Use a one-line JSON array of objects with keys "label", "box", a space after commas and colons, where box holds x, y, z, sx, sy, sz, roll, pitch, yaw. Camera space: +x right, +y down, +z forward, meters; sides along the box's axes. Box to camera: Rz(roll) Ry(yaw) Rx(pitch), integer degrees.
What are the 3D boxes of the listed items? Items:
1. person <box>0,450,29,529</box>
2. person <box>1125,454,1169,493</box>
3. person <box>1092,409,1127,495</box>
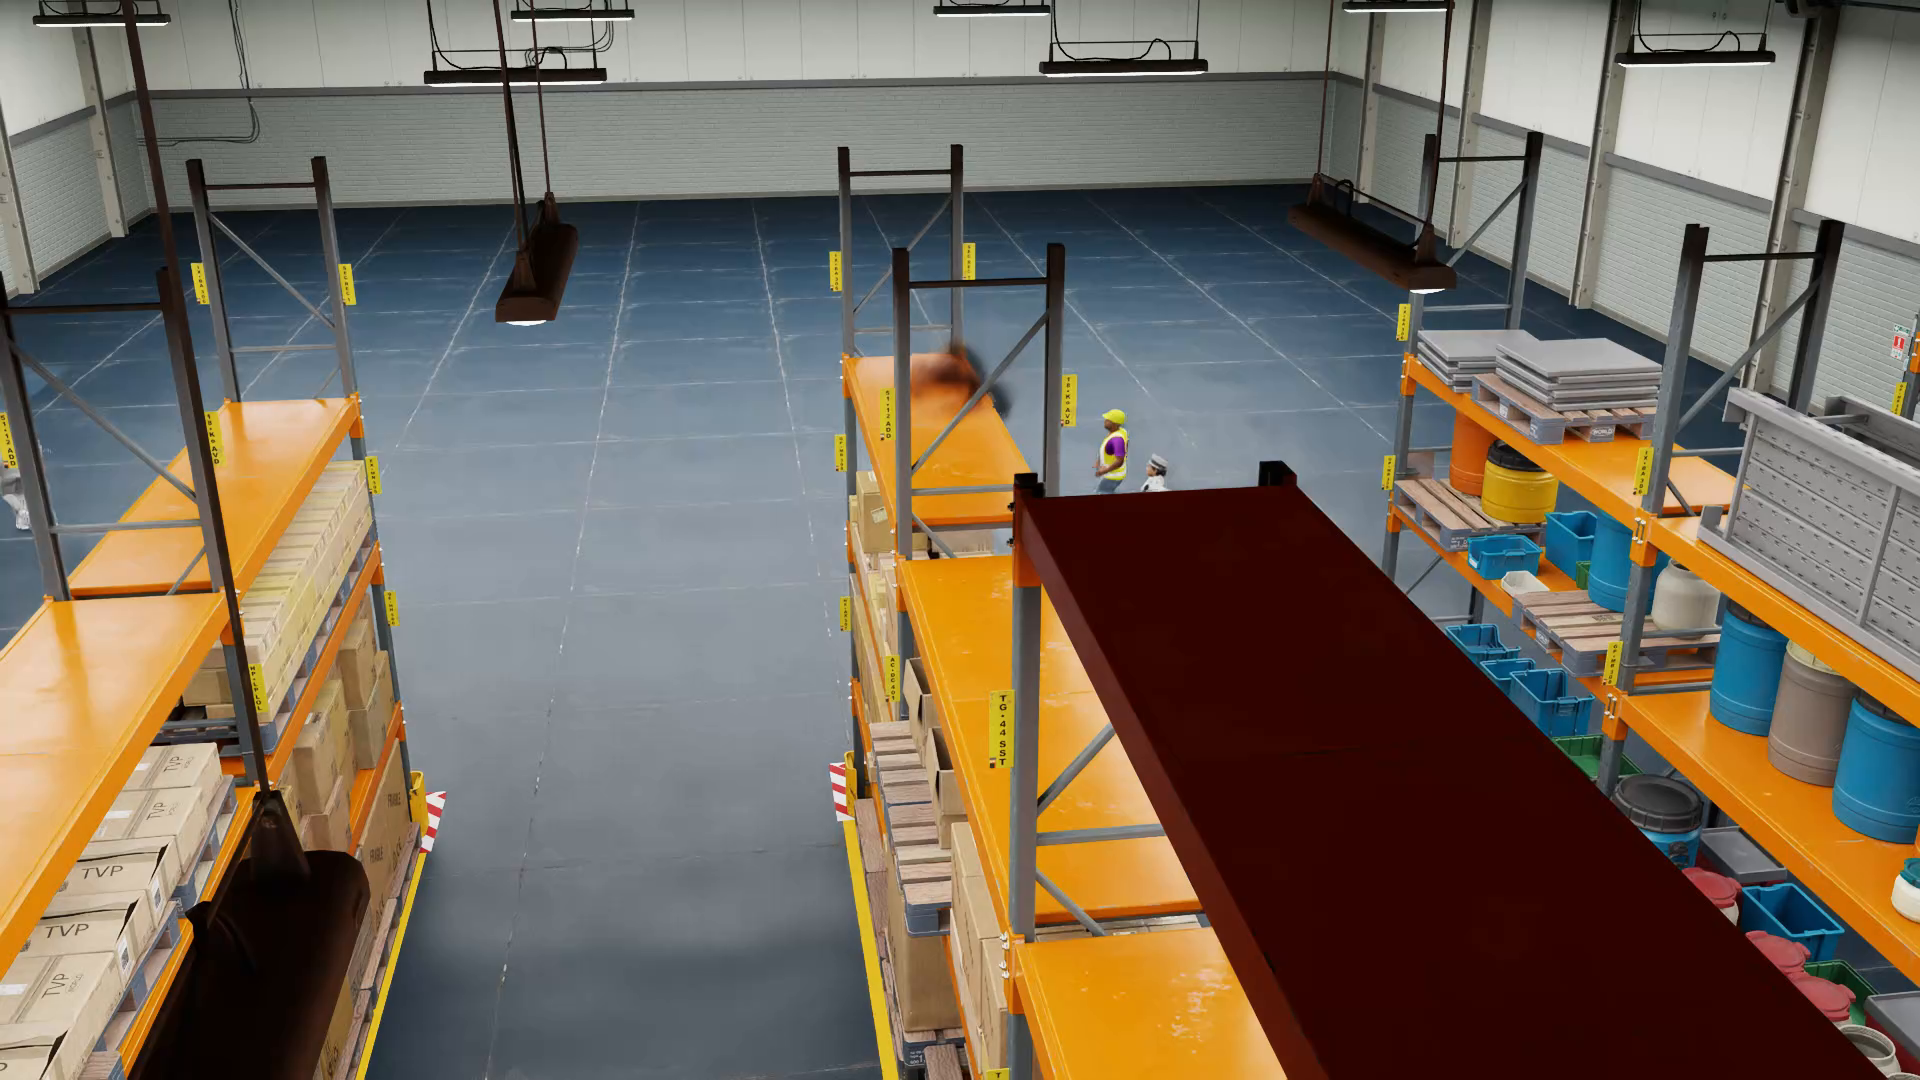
[{"label": "person", "box": [-12.342, -0.857, 21.716, 0.575, 1.548, 0.560, 18, 28, 38]}, {"label": "person", "box": [2.269, -0.191, 19.847, 0.684, 1.728, 0.592, 6, 22, 15]}, {"label": "person", "box": [1.975, -0.851, 21.454, 0.576, 1.719, 0.679, 5, 22, 12]}]
